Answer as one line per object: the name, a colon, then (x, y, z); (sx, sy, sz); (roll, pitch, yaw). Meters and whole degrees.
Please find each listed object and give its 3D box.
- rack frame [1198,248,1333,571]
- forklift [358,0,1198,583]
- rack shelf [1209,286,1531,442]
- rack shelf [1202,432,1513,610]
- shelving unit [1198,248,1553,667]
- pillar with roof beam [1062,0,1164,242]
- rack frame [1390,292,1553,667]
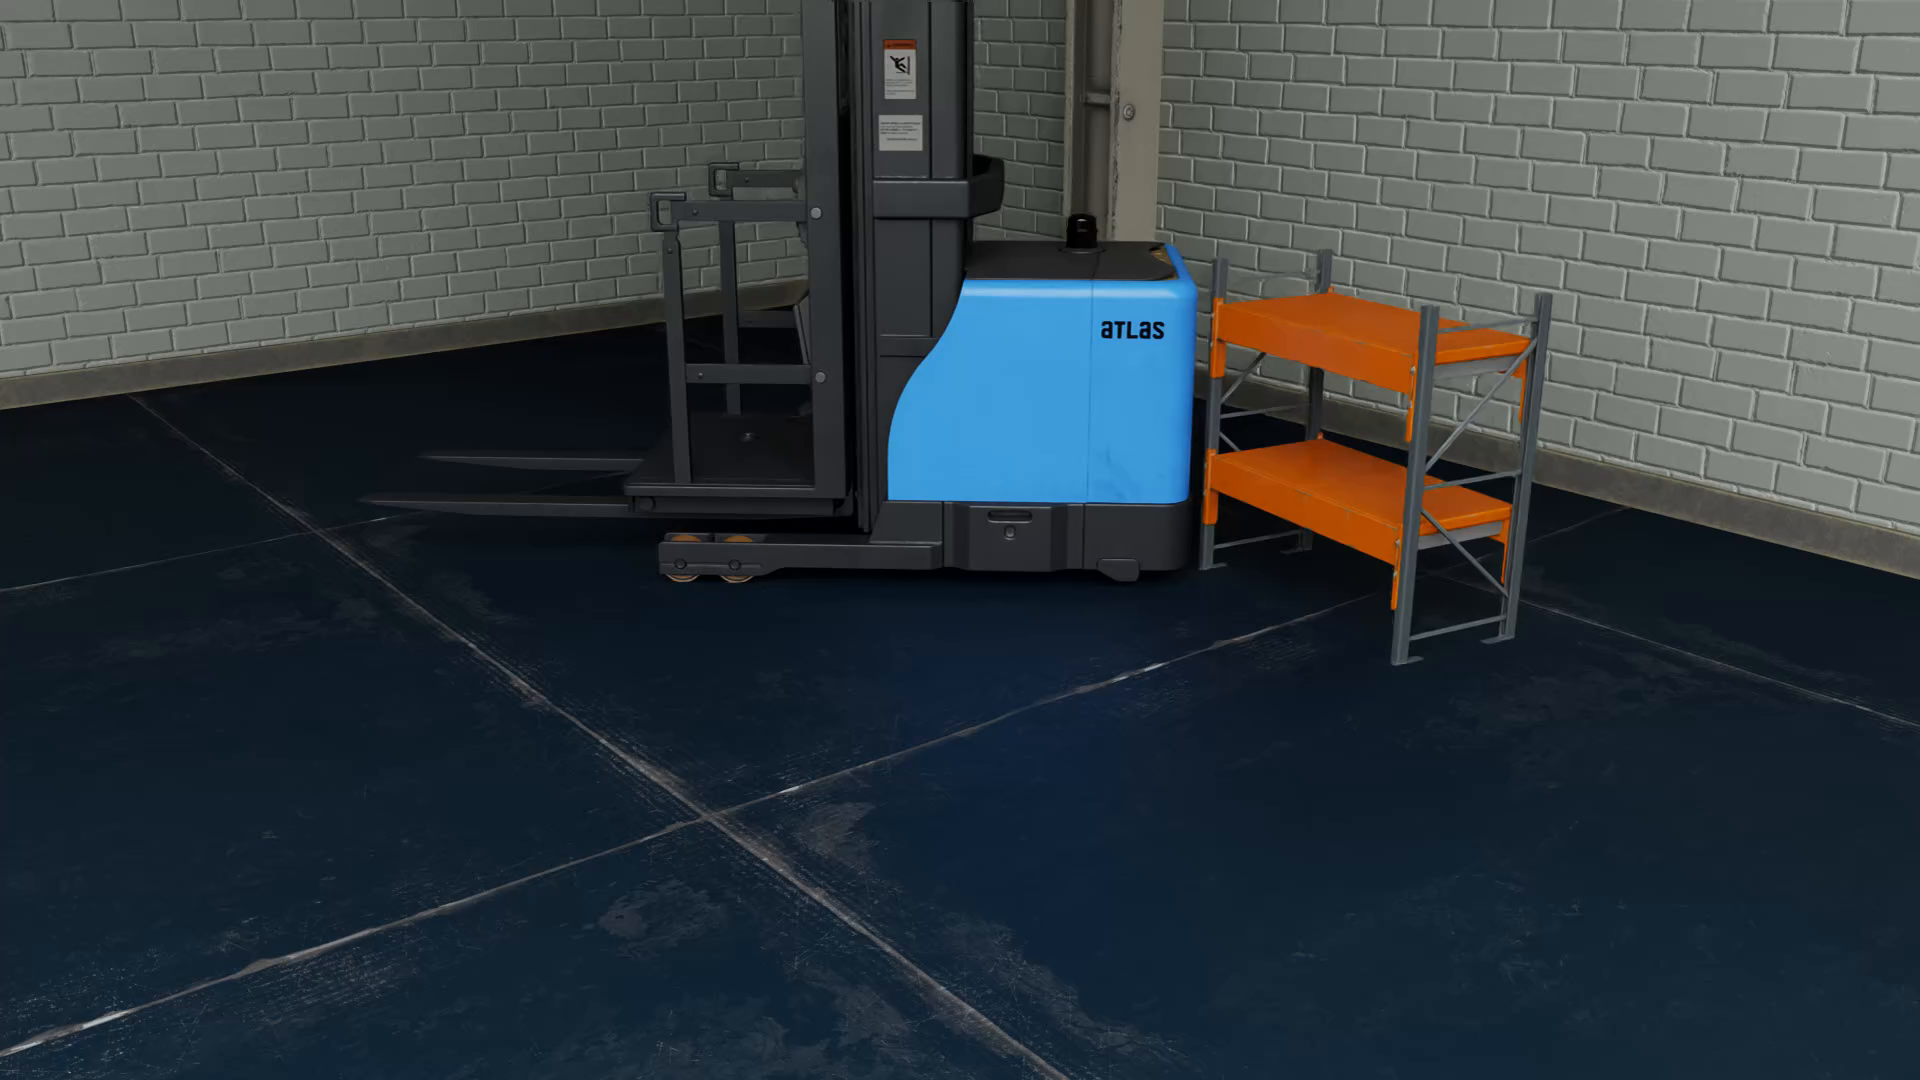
rack frame: (1.094, -0.463, 5.971); (0.500, 1.125, 0.032); (-9, 21, -26)
forklift: (-0.677, -1.403, 5.935); (3.031, 2.935, 1.130); (1, 18, 3)
rack shelf: (1.333, -0.600, 5.453); (0.538, 0.278, 1.000); (-9, 21, -26)
rack shelf: (1.333, -0.090, 5.622); (0.538, 0.278, 1.000); (-9, 21, -26)
shelving unit: (1.333, -0.322, 5.545); (0.538, 1.125, 1.048); (-9, 21, -26)
pillar with roof beam: (-2.600, -4.281, 4.977); (9.100, 9.000, 0.400); (-14, 23, -36)
rack frame: (1.572, -0.181, 5.119); (0.500, 1.125, 0.032); (-9, 21, -26)
